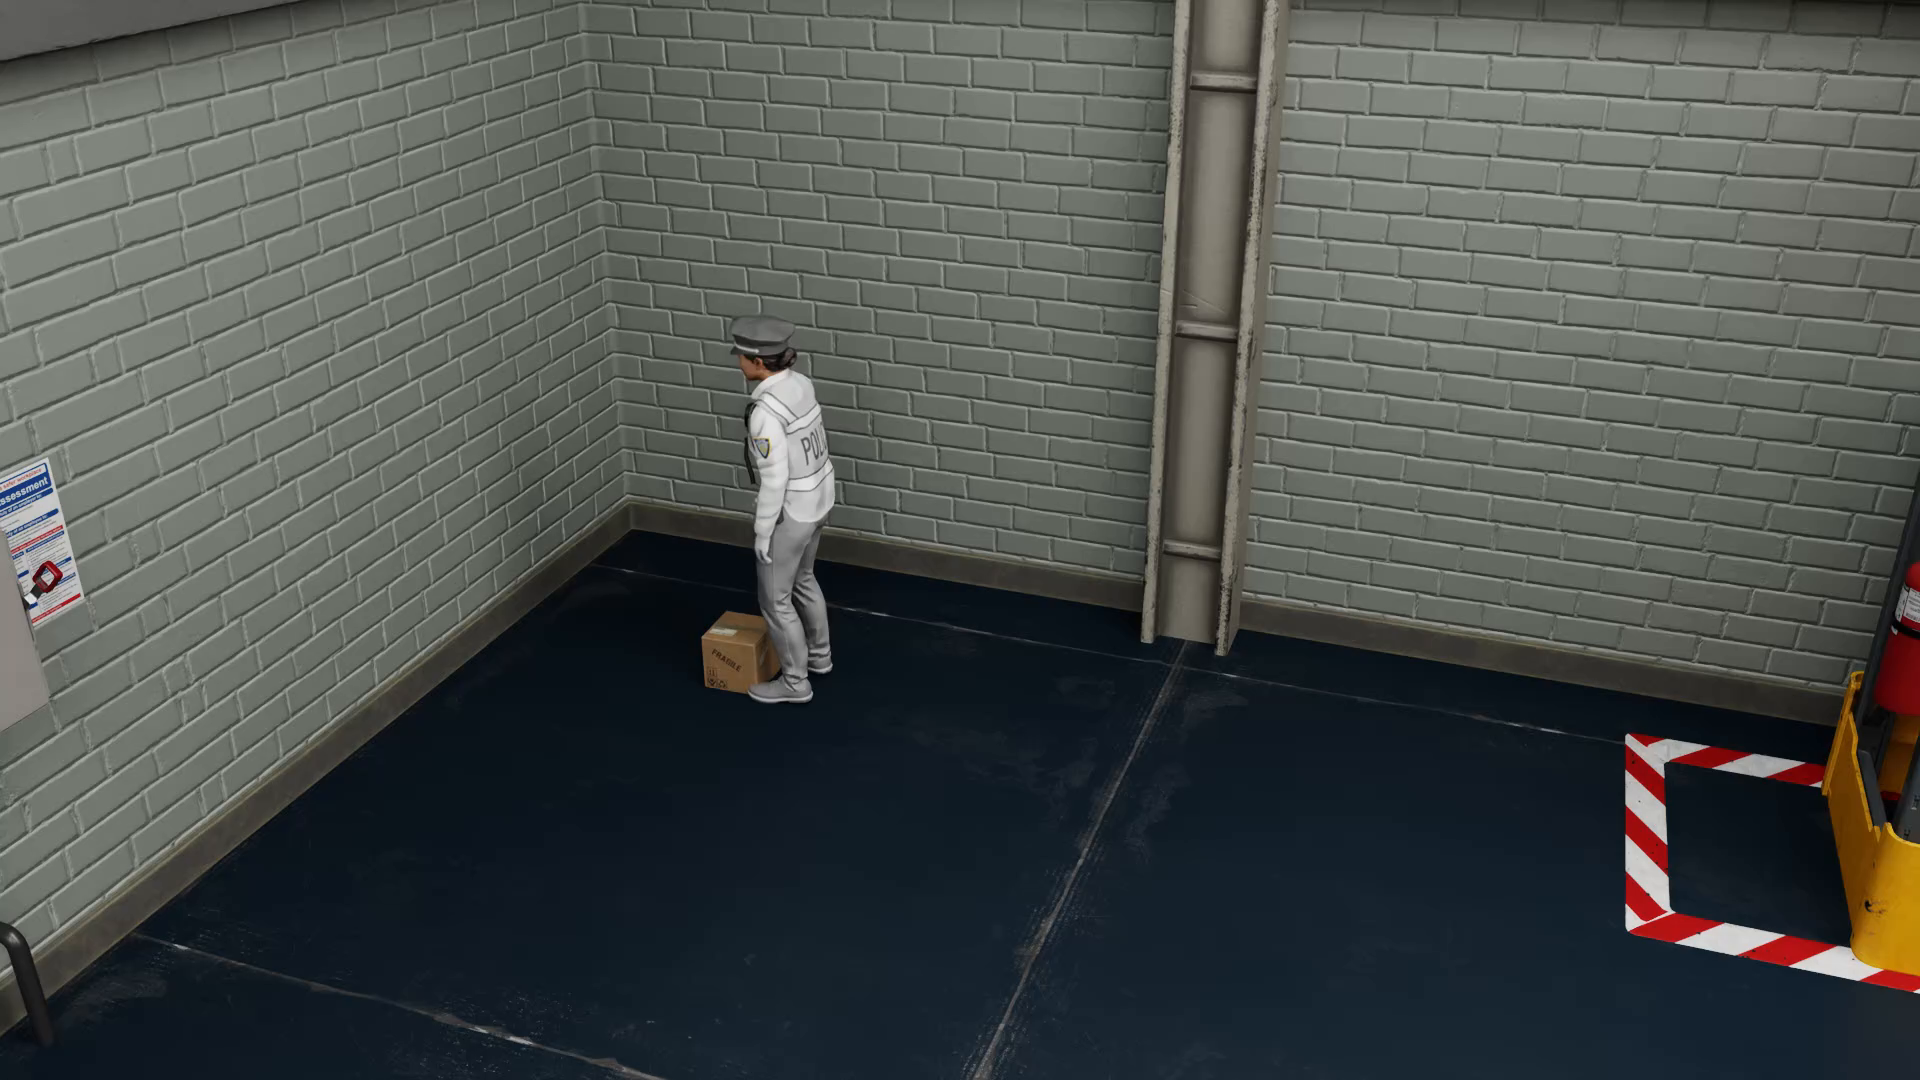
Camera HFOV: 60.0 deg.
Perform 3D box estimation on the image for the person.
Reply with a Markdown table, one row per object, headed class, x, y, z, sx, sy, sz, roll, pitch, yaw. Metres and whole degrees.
| class | x | y | z | sx | sy | sz | roll | pitch | yaw |
| --- | --- | --- | --- | --- | --- | --- | --- | --- | --- |
| person | -0.716 | -0.112 | 6.839 | 0.375 | 1.662 | 0.528 | 8 | 27 | 15 |
